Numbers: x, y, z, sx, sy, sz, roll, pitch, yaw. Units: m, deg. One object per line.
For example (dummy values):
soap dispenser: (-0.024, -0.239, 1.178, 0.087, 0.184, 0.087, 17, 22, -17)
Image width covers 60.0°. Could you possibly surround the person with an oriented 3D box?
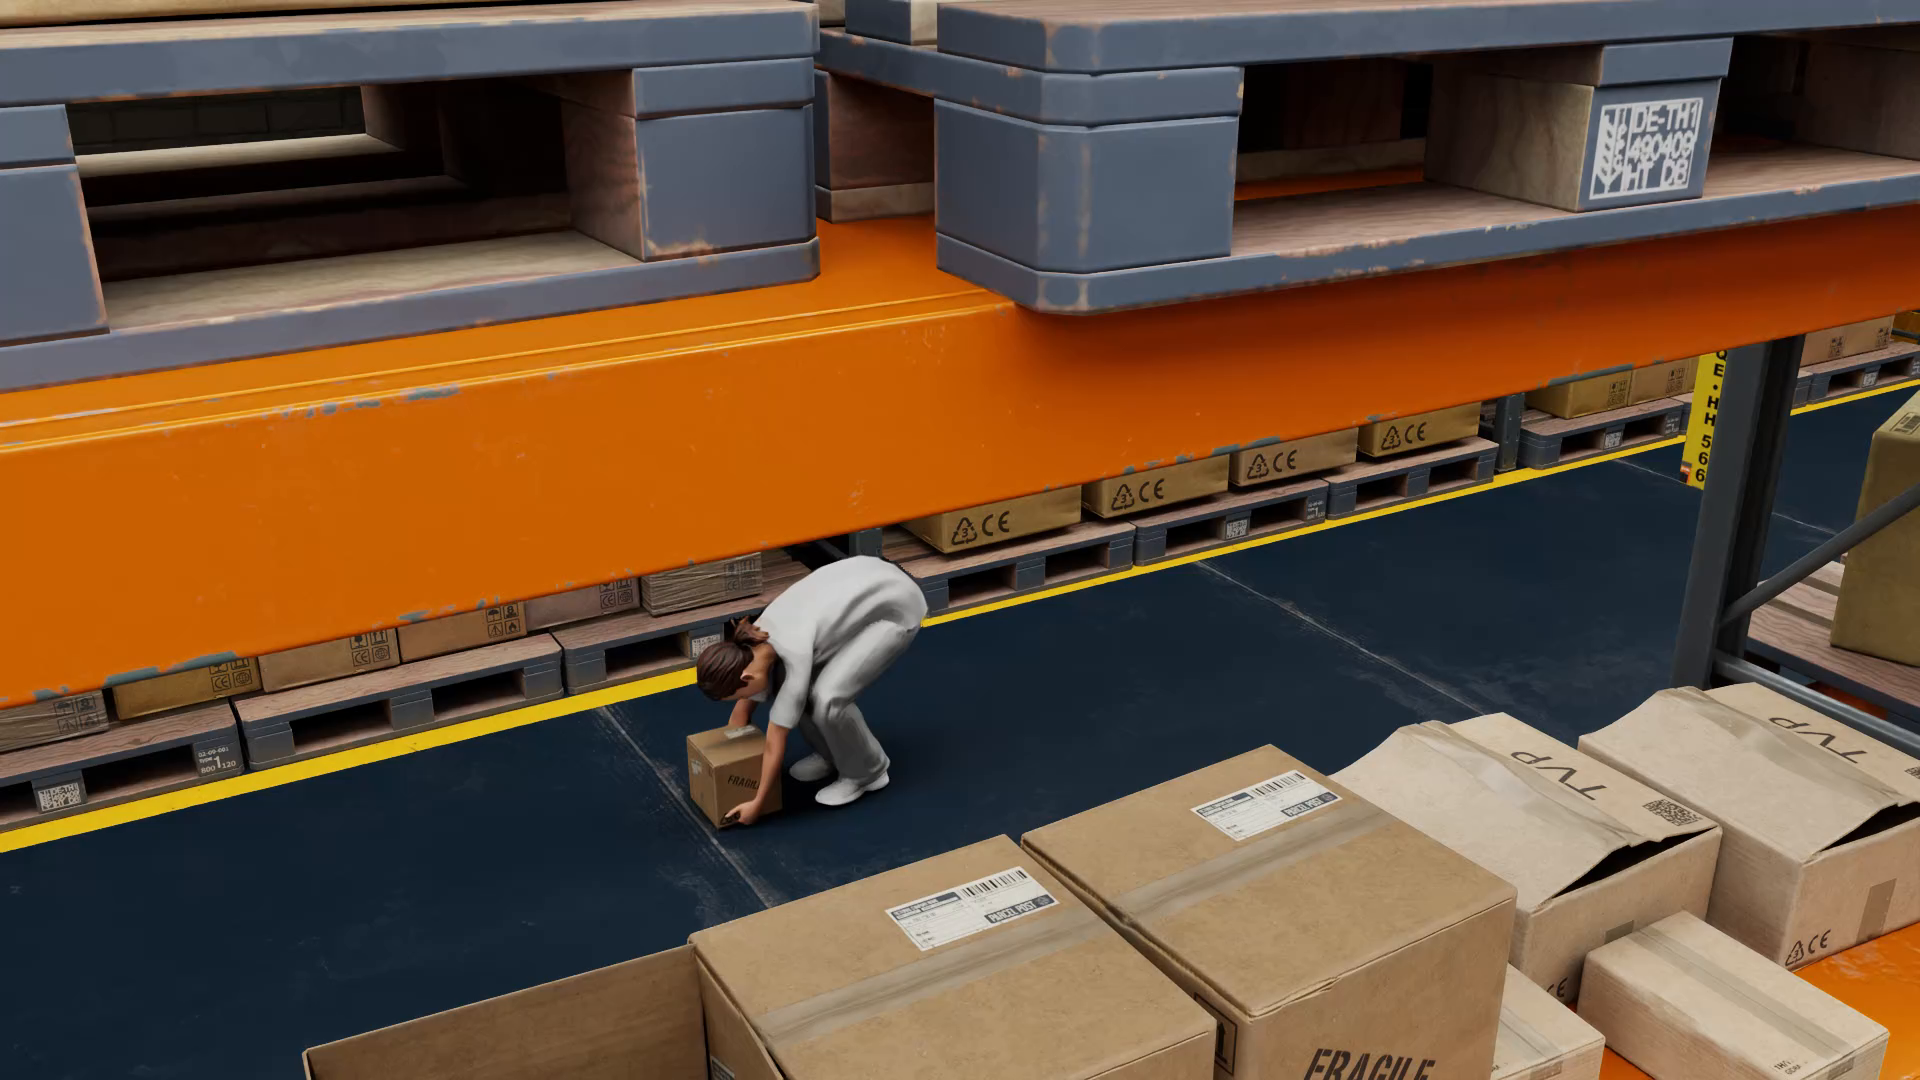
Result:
person: (-0.518, 0.550, 5.912, 0.853, 0.788, 0.457, -14, 26, -31)
